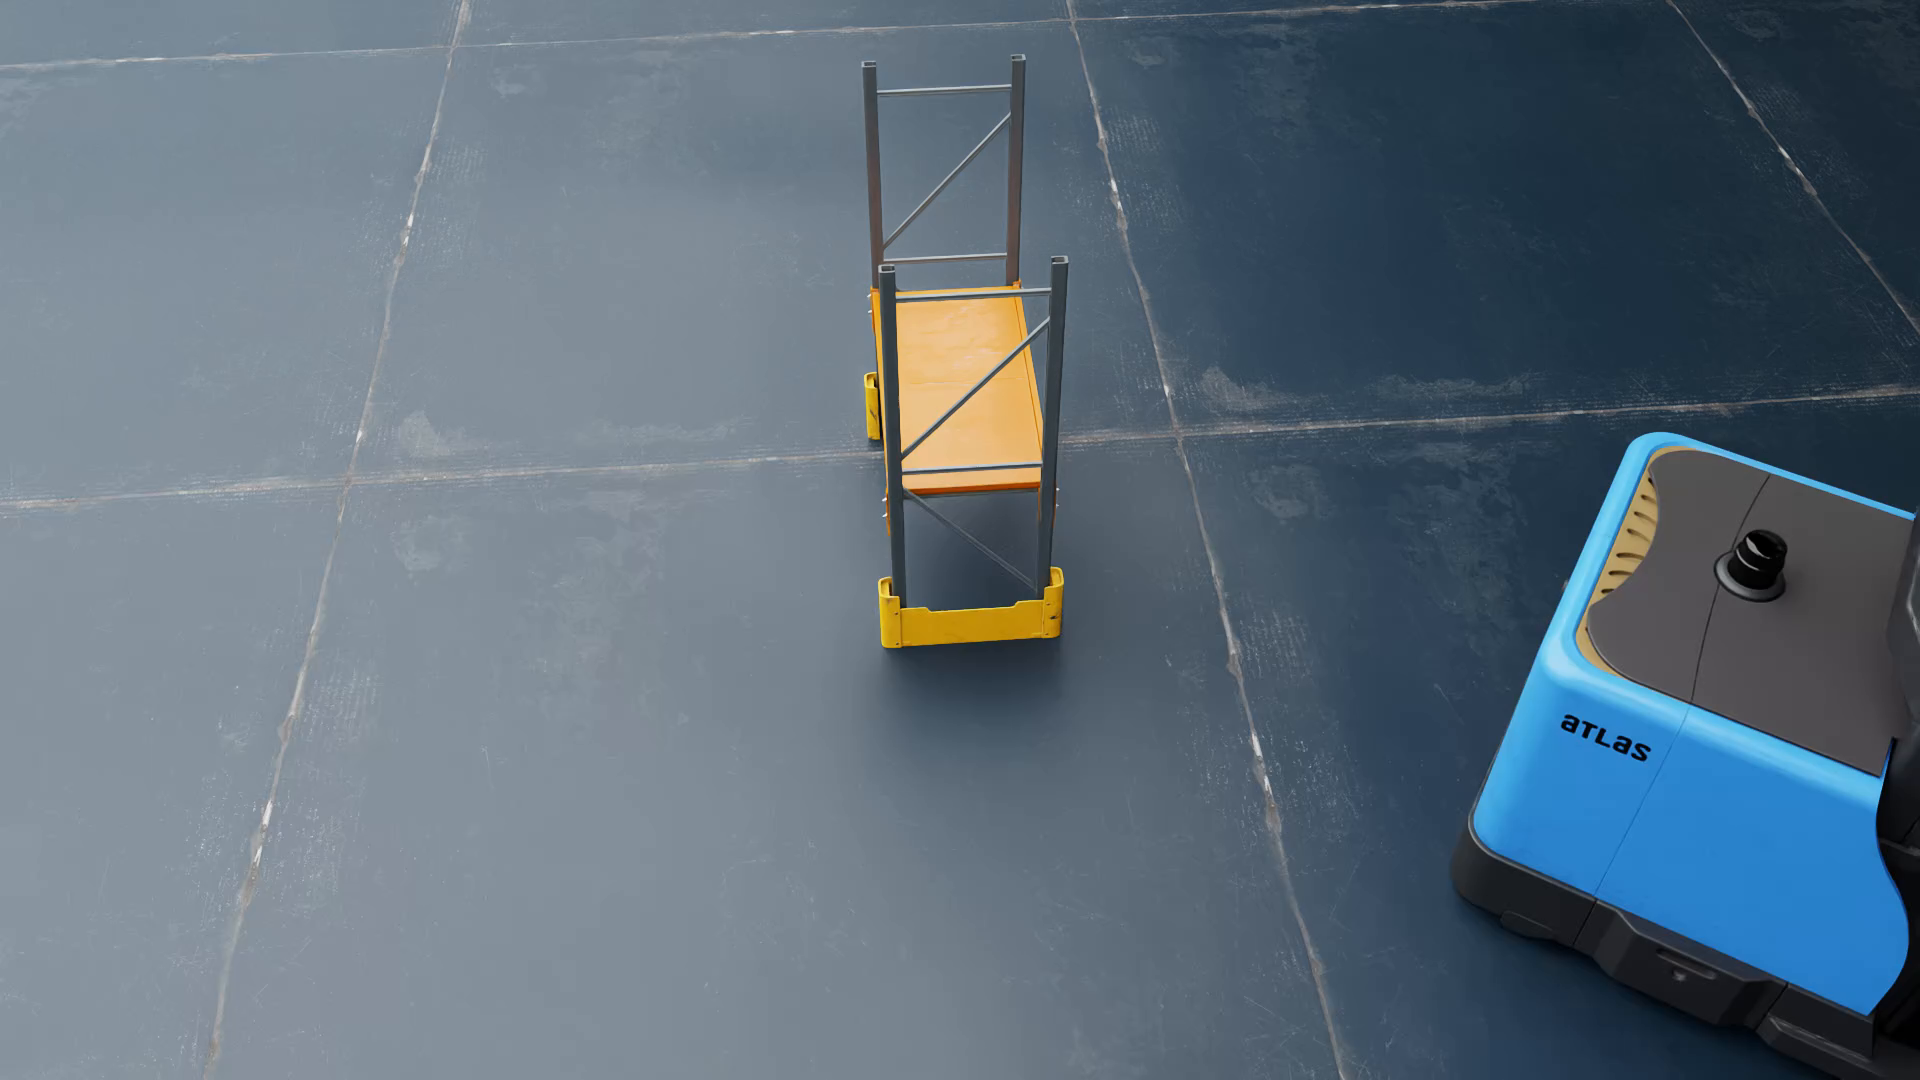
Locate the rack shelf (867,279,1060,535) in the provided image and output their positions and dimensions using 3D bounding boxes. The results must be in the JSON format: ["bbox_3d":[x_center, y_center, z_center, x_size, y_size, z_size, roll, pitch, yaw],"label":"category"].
[{"bbox_3d":[-0.007,-0.454,5.395,0.538,0.185,1.000,-3,47,-3],"label":"rack shelf"}]

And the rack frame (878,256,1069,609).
[{"bbox_3d":[0.035,-0.210,4.916,0.500,1.500,0.032,-3,47,-3],"label":"rack frame"}]

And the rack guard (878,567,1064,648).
[{"bbox_3d":[0.035,0.219,5.370,0.587,0.250,0.087,-3,47,-3],"label":"rack guard"}]

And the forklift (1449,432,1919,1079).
[{"bbox_3d":[2.932,0.249,3.495,3.031,2.935,1.130,23,51,20],"label":"forklift"}]

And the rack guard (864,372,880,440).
[{"bbox_3d":[-0.048,-0.501,6.053,0.587,0.250,0.087,-3,47,-3],"label":"rack guard"}]

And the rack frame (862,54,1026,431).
[{"bbox_3d":[-0.050,-0.945,5.612,0.500,1.500,0.032,-3,47,-3],"label":"rack frame"}]

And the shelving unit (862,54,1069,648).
[{"bbox_3d":[-0.006,-0.571,5.258,0.587,1.500,1.083,-3,47,-3],"label":"shelving unit"}]
